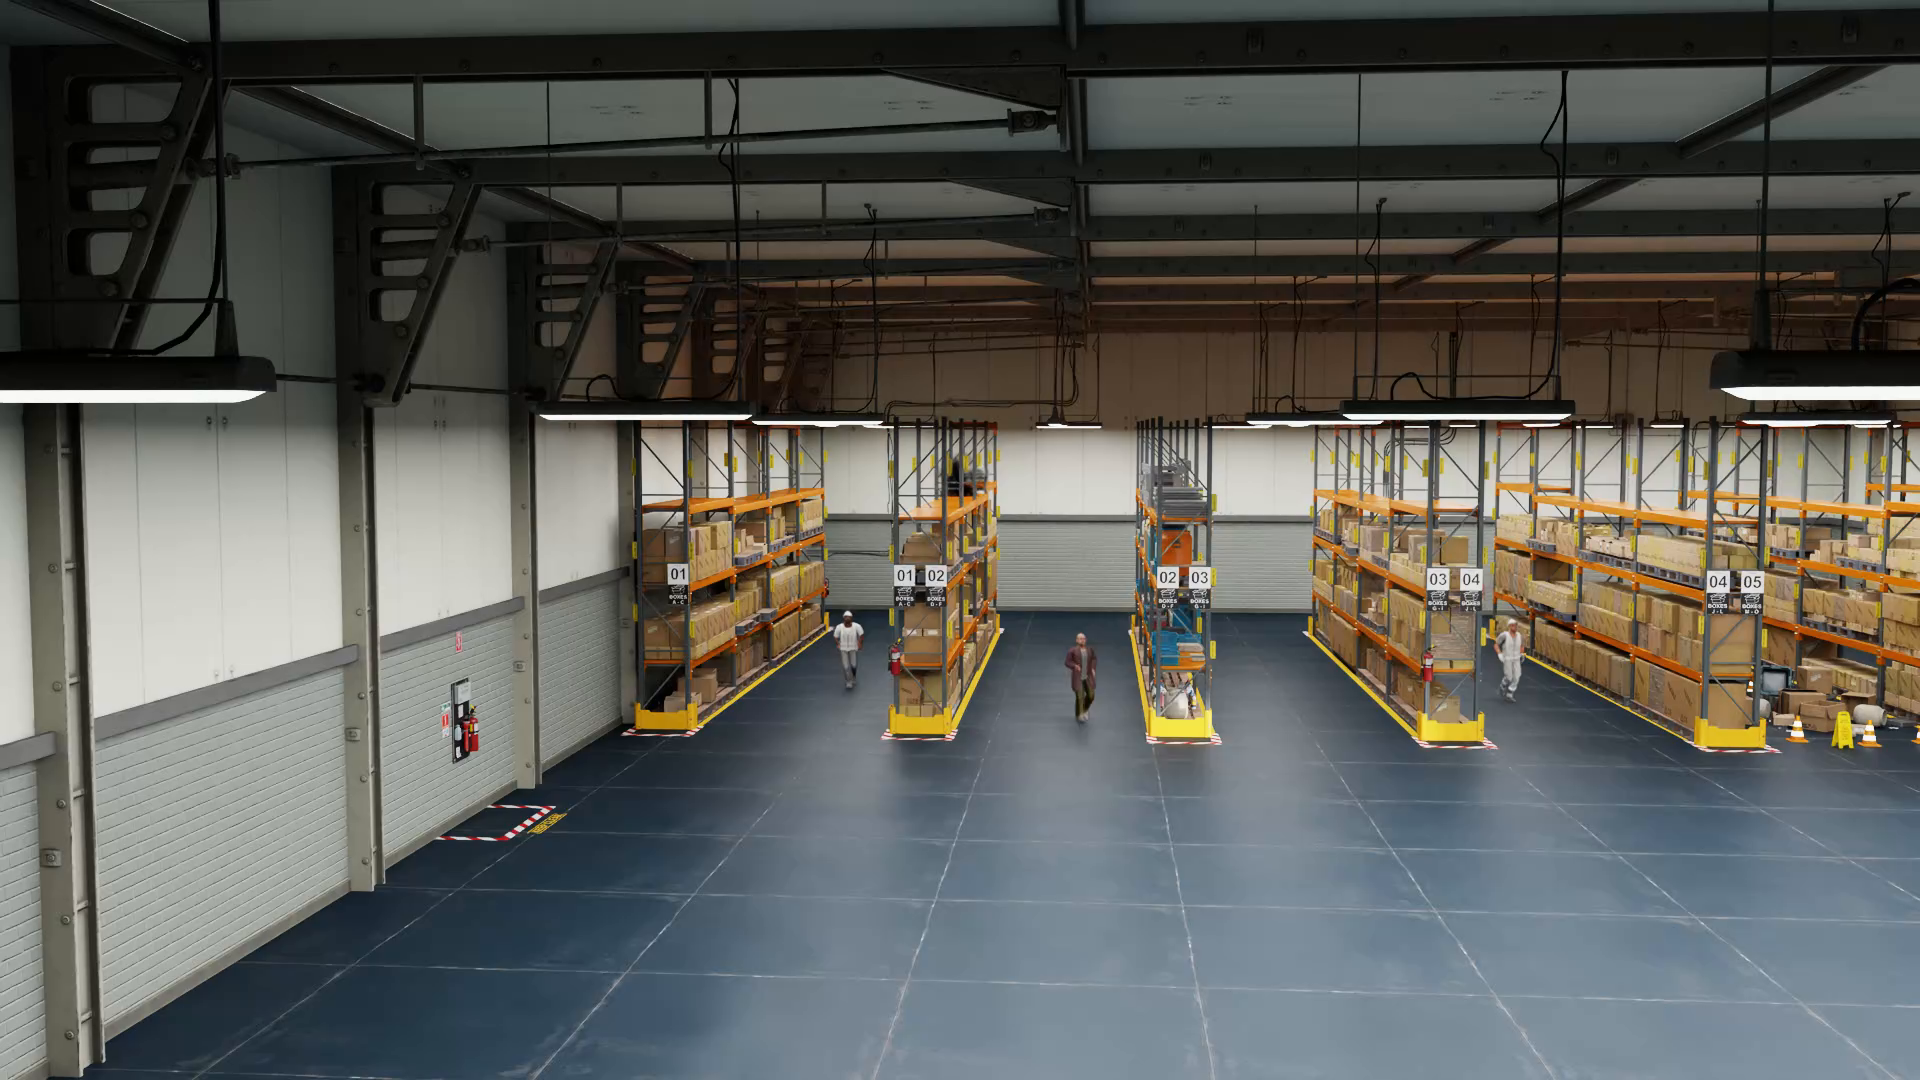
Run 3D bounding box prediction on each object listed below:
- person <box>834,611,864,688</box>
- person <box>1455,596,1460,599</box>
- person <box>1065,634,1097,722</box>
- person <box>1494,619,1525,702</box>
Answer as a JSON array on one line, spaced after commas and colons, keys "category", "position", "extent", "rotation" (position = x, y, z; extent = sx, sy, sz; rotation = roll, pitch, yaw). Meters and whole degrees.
[{"category": "person", "position": [-2.473, 2.442, 36.956], "extent": [0.674, 1.721, 0.569], "rotation": [0, 4, -1]}, {"category": "person", "position": [14.144, 1.840, 46.766], "extent": [0.718, 1.706, 0.704], "rotation": [-3, 5, -39]}, {"category": "person", "position": [2.423, 2.713, 32.625], "extent": [0.697, 1.741, 0.639], "rotation": [-1, 4, -12]}, {"category": "person", "position": [11.678, 2.547, 35.281], "extent": [0.641, 1.745, 0.554], "rotation": [0, 4, -5]}]
